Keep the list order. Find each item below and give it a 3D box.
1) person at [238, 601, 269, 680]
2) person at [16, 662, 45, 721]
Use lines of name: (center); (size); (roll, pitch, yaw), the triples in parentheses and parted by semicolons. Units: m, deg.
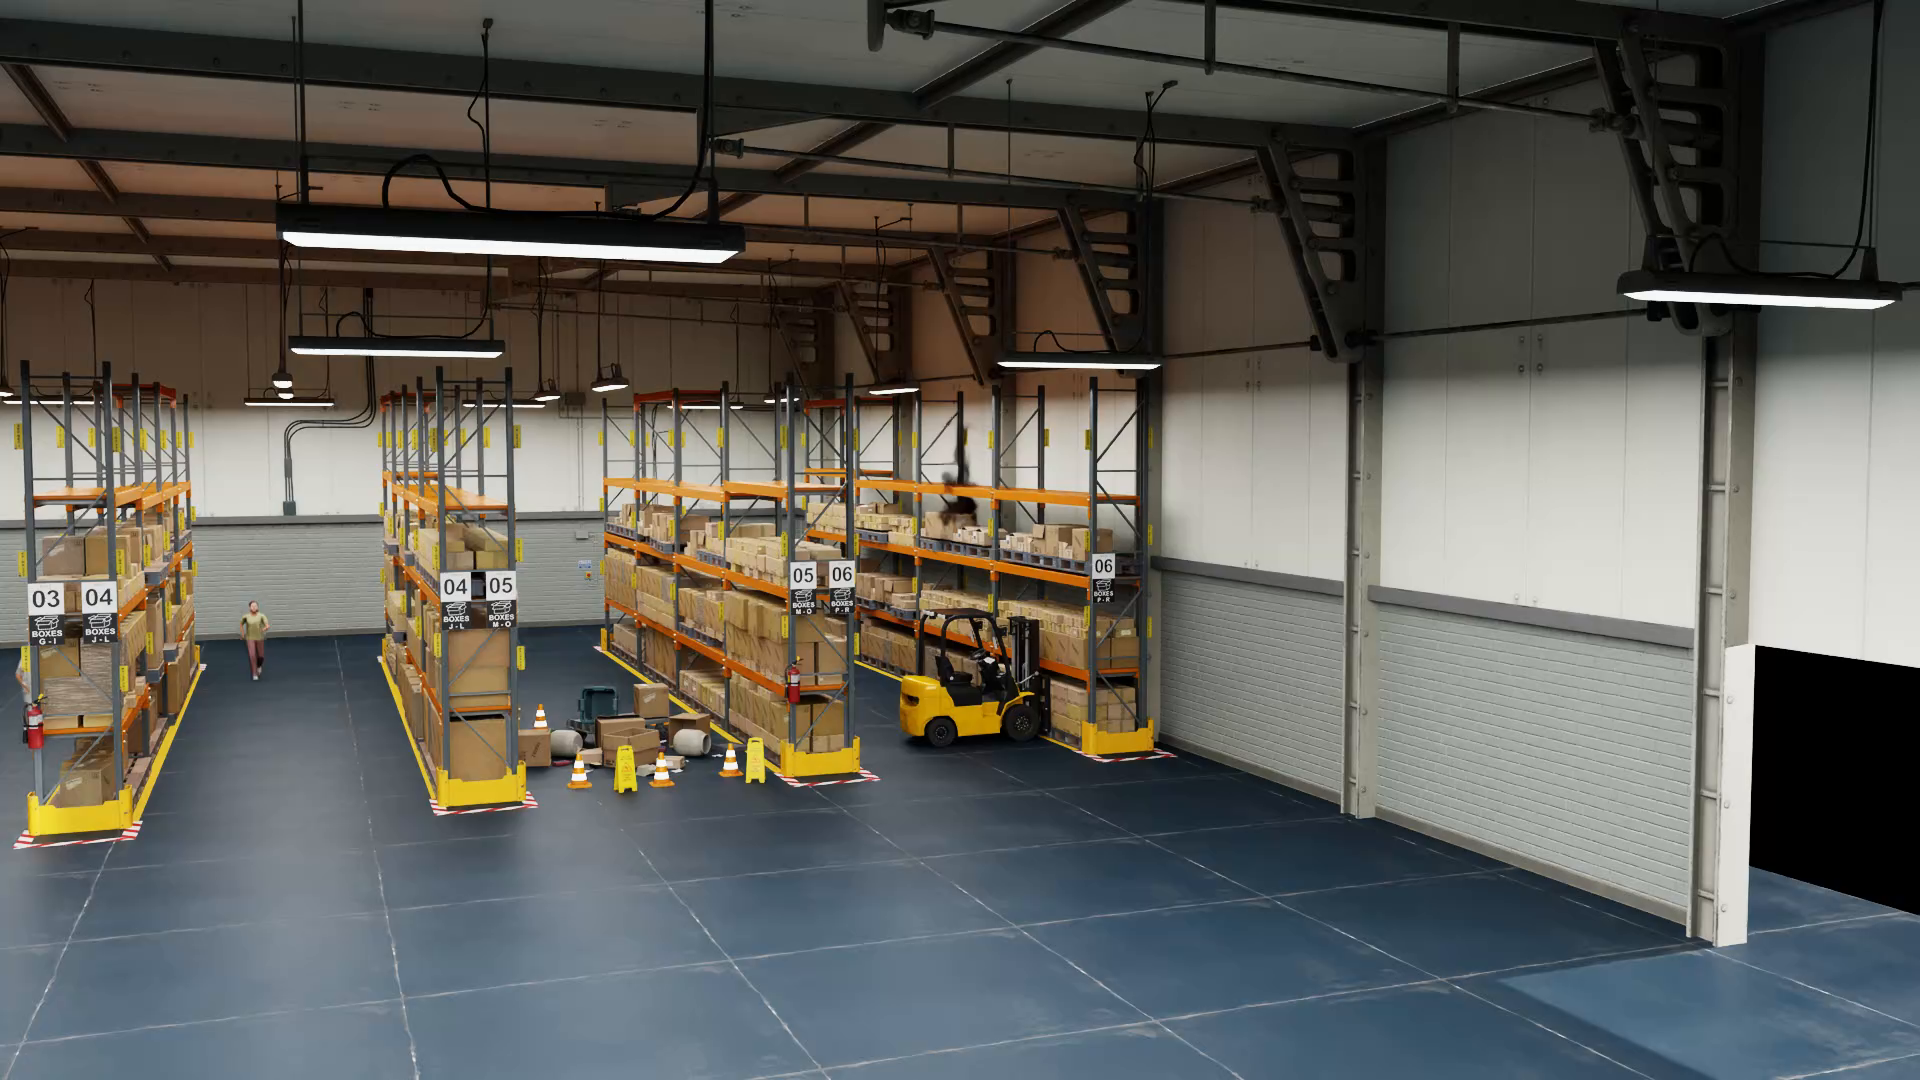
person: (-14.771, 2.093, 34.787); (0.574, 1.628, 0.829); (-2, 4, -26)
person: (-15.393, 2.551, 27.734); (0.580, 1.615, 0.826); (-1, 4, -21)
